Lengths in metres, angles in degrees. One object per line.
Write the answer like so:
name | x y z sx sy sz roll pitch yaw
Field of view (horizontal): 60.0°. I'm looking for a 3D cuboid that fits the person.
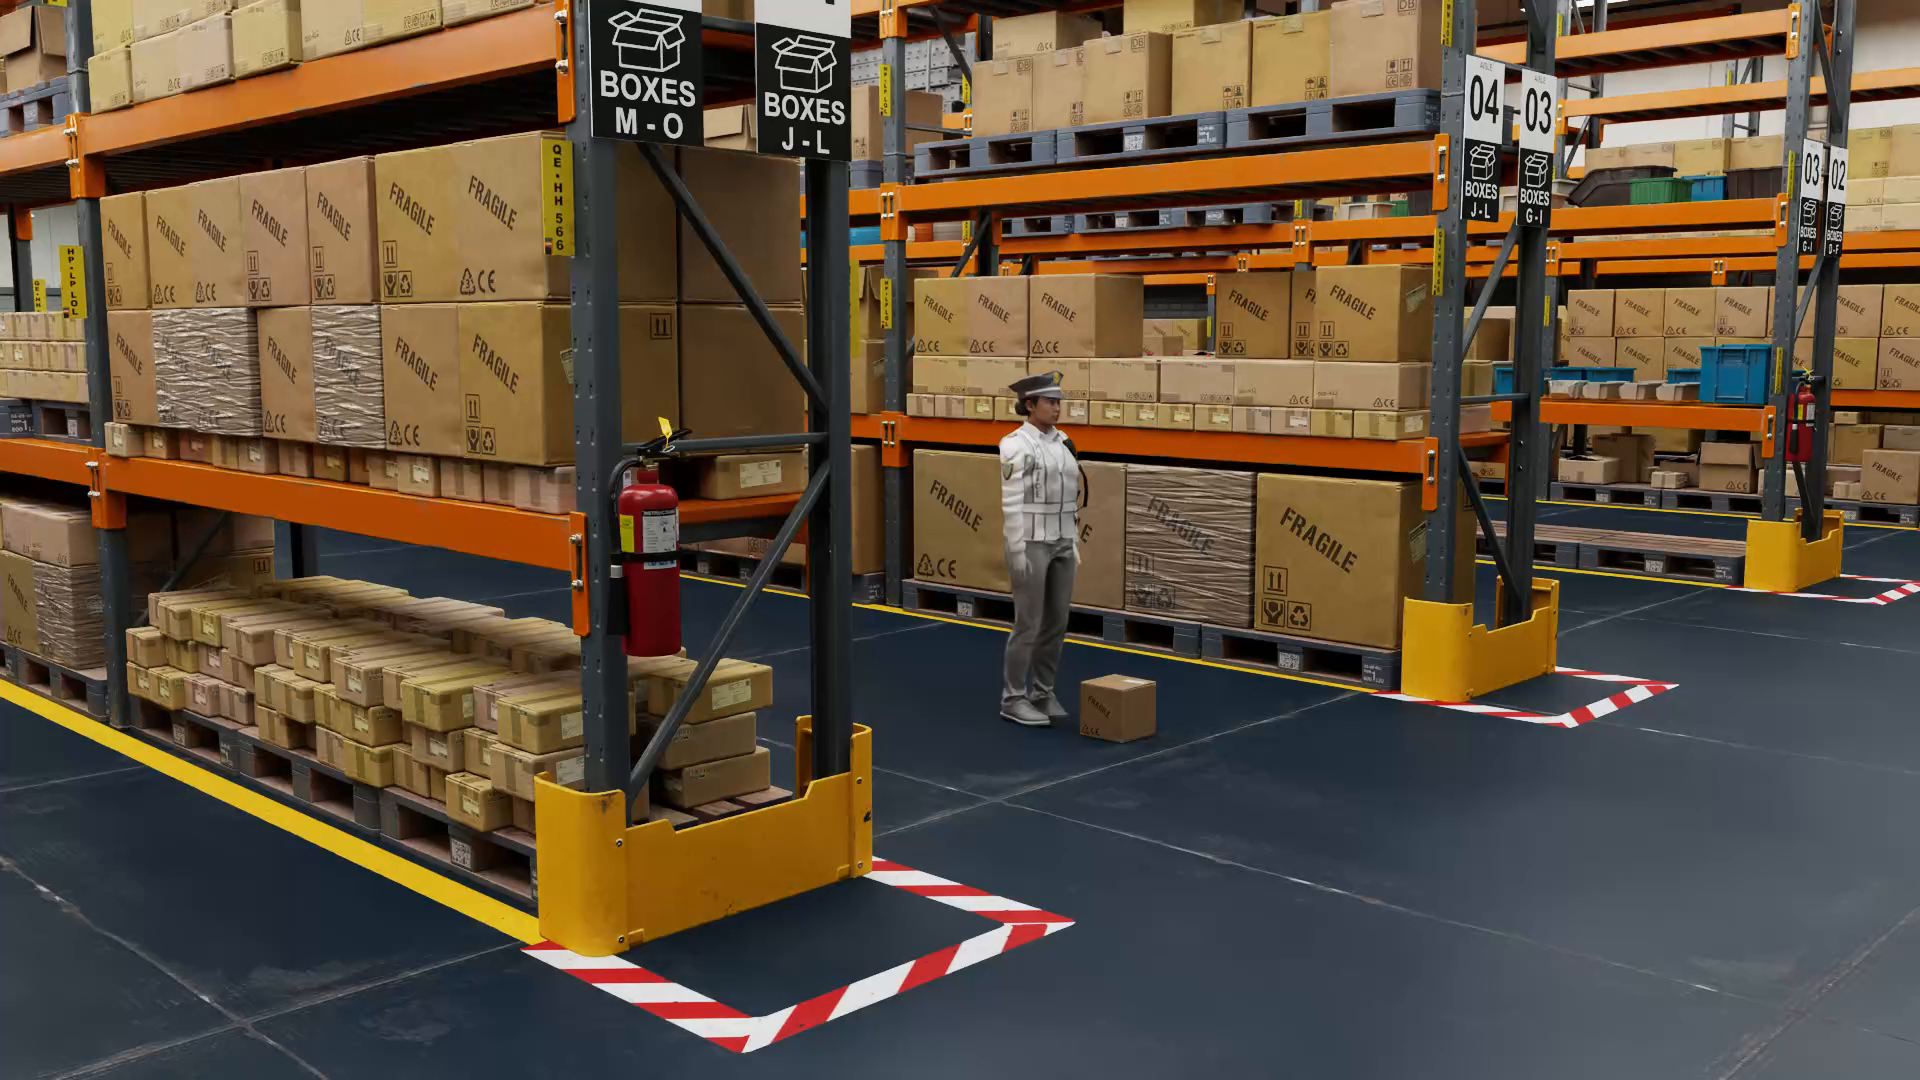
person | 0.398 0.054 7.957 0.466 1.724 0.343 -7 10 -45
